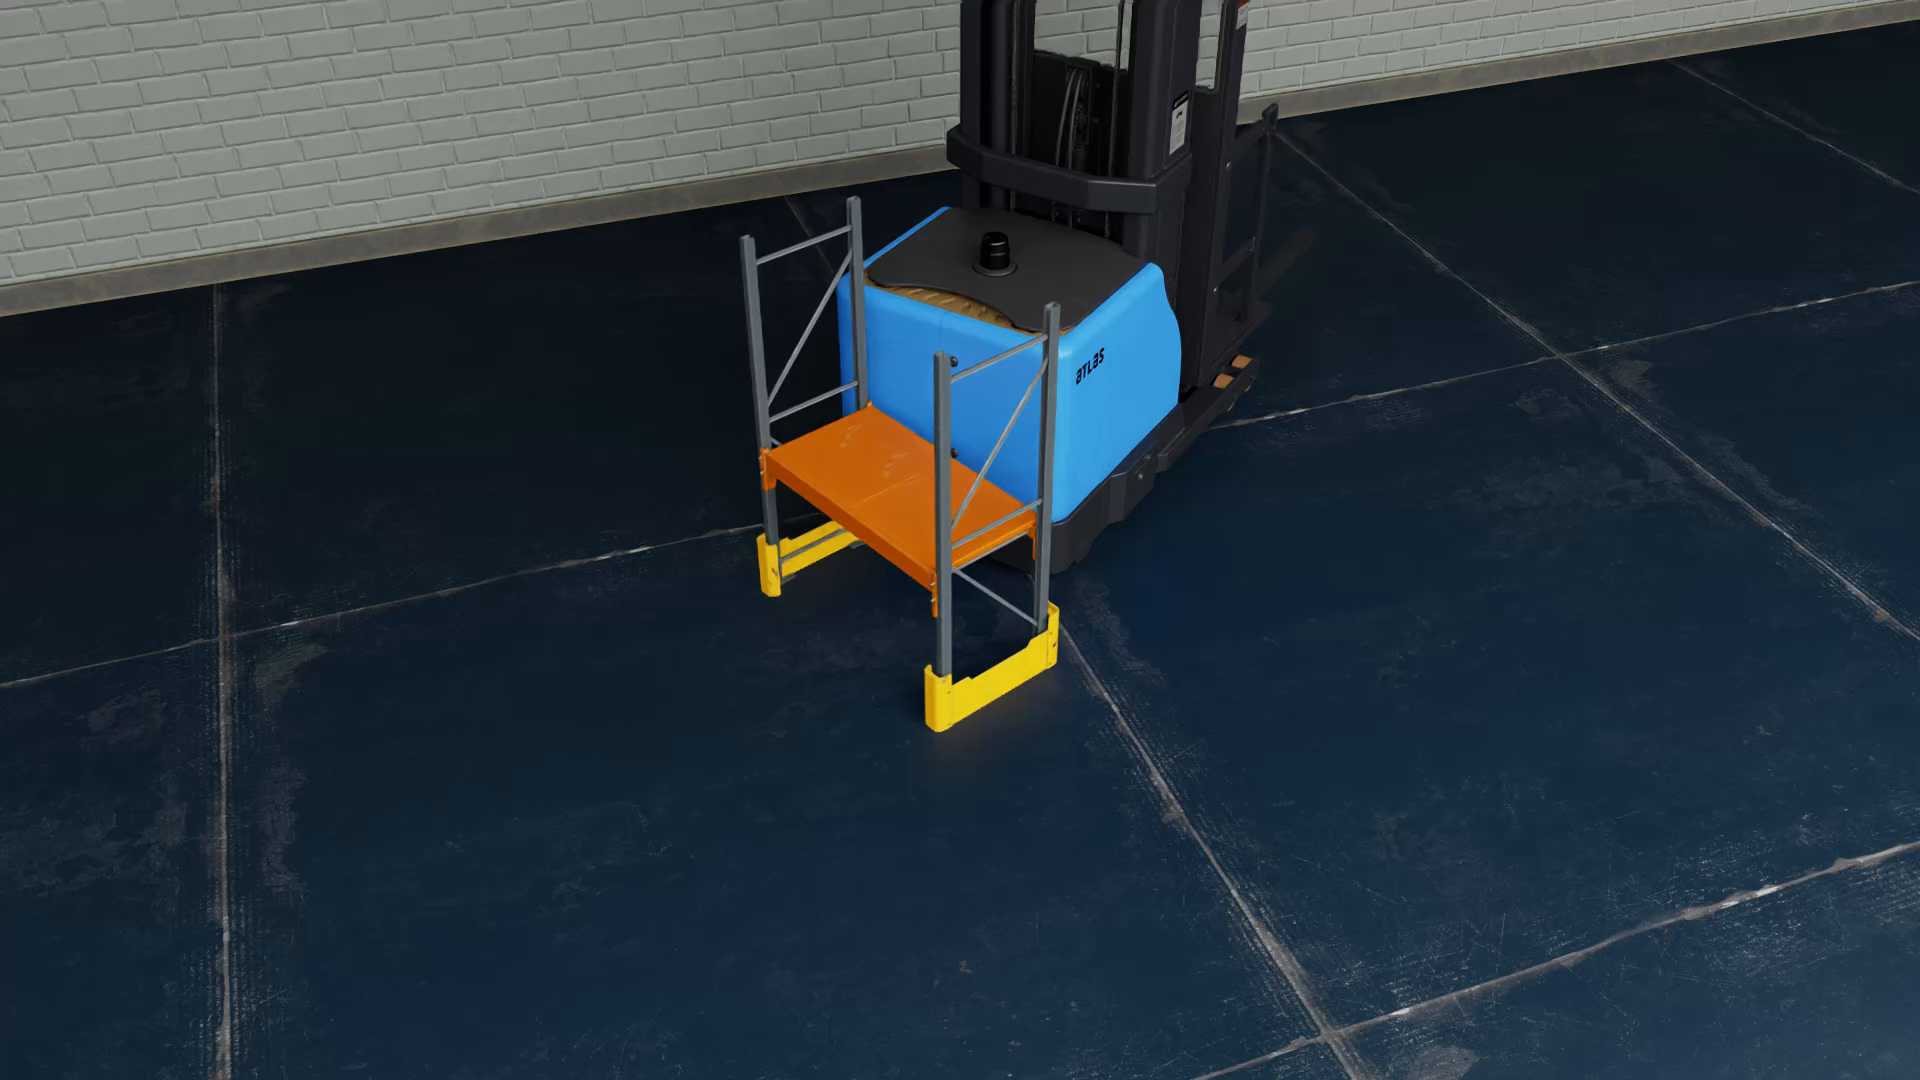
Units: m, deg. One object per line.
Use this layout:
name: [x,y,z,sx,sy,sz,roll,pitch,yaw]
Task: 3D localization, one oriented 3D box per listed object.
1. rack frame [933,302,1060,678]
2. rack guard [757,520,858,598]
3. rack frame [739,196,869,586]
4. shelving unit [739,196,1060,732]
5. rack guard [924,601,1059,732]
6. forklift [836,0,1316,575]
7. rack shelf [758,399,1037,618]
rack frame: [0.118,-0.050,5.570,0.500,1.500,0.032,-28,45,-32]
rack guard: [-0.535,-0.005,6.548,0.587,0.250,0.087,-28,45,-32]
rack frame: [-0.548,-0.513,6.184,0.500,1.500,0.032,-28,45,-32]
shelving unit: [-0.209,-0.277,5.872,0.587,1.500,1.083,-28,45,-32]
rack guard: [0.117,0.448,5.947,0.587,0.250,0.087,-28,45,-32]
forklift: [0.723,-1.890,6.823,1.130,2.935,3.031,21,42,25]
rack shelf: [-0.215,-0.138,5.985,0.538,0.185,1.000,-28,45,-32]
